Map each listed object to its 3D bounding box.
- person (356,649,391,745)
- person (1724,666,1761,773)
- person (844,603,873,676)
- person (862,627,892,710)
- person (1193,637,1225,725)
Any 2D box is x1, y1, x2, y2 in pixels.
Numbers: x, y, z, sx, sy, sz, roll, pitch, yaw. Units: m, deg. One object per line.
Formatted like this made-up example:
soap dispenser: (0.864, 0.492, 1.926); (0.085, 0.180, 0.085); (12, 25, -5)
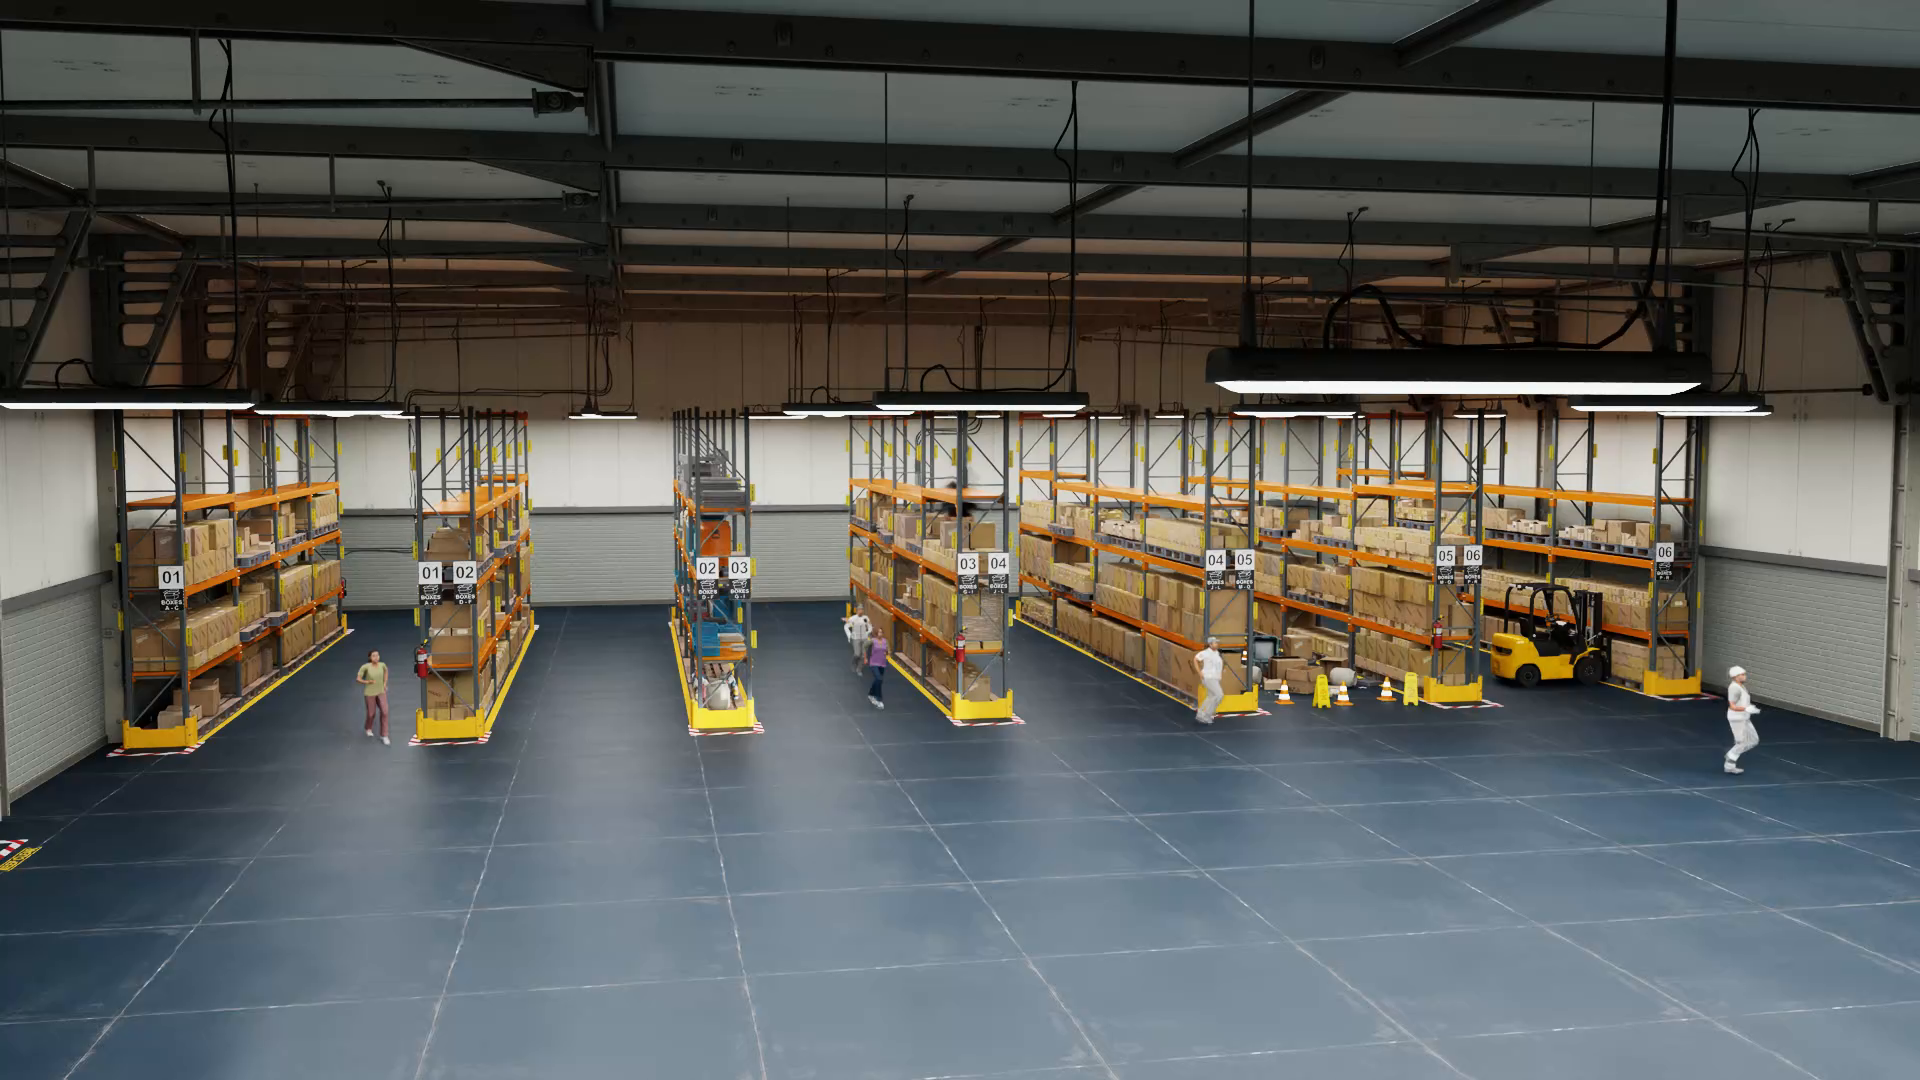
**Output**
person: (-10.475, 2.780, 29.716); (0.610, 1.684, 0.924); (-3, 5, -36)
person: (12.701, 2.919, 26.961); (0.581, 1.741, 0.643); (3, 5, 38)
person: (-2.245, 2.241, 37.321); (0.615, 1.658, 0.520); (-1, 4, -17)
person: (-1.646, 2.547, 33.282); (0.502, 1.643, 0.801); (-3, 5, -34)
person: (4.789, 2.667, 31.582); (0.608, 1.657, 0.619); (2, 5, 31)
